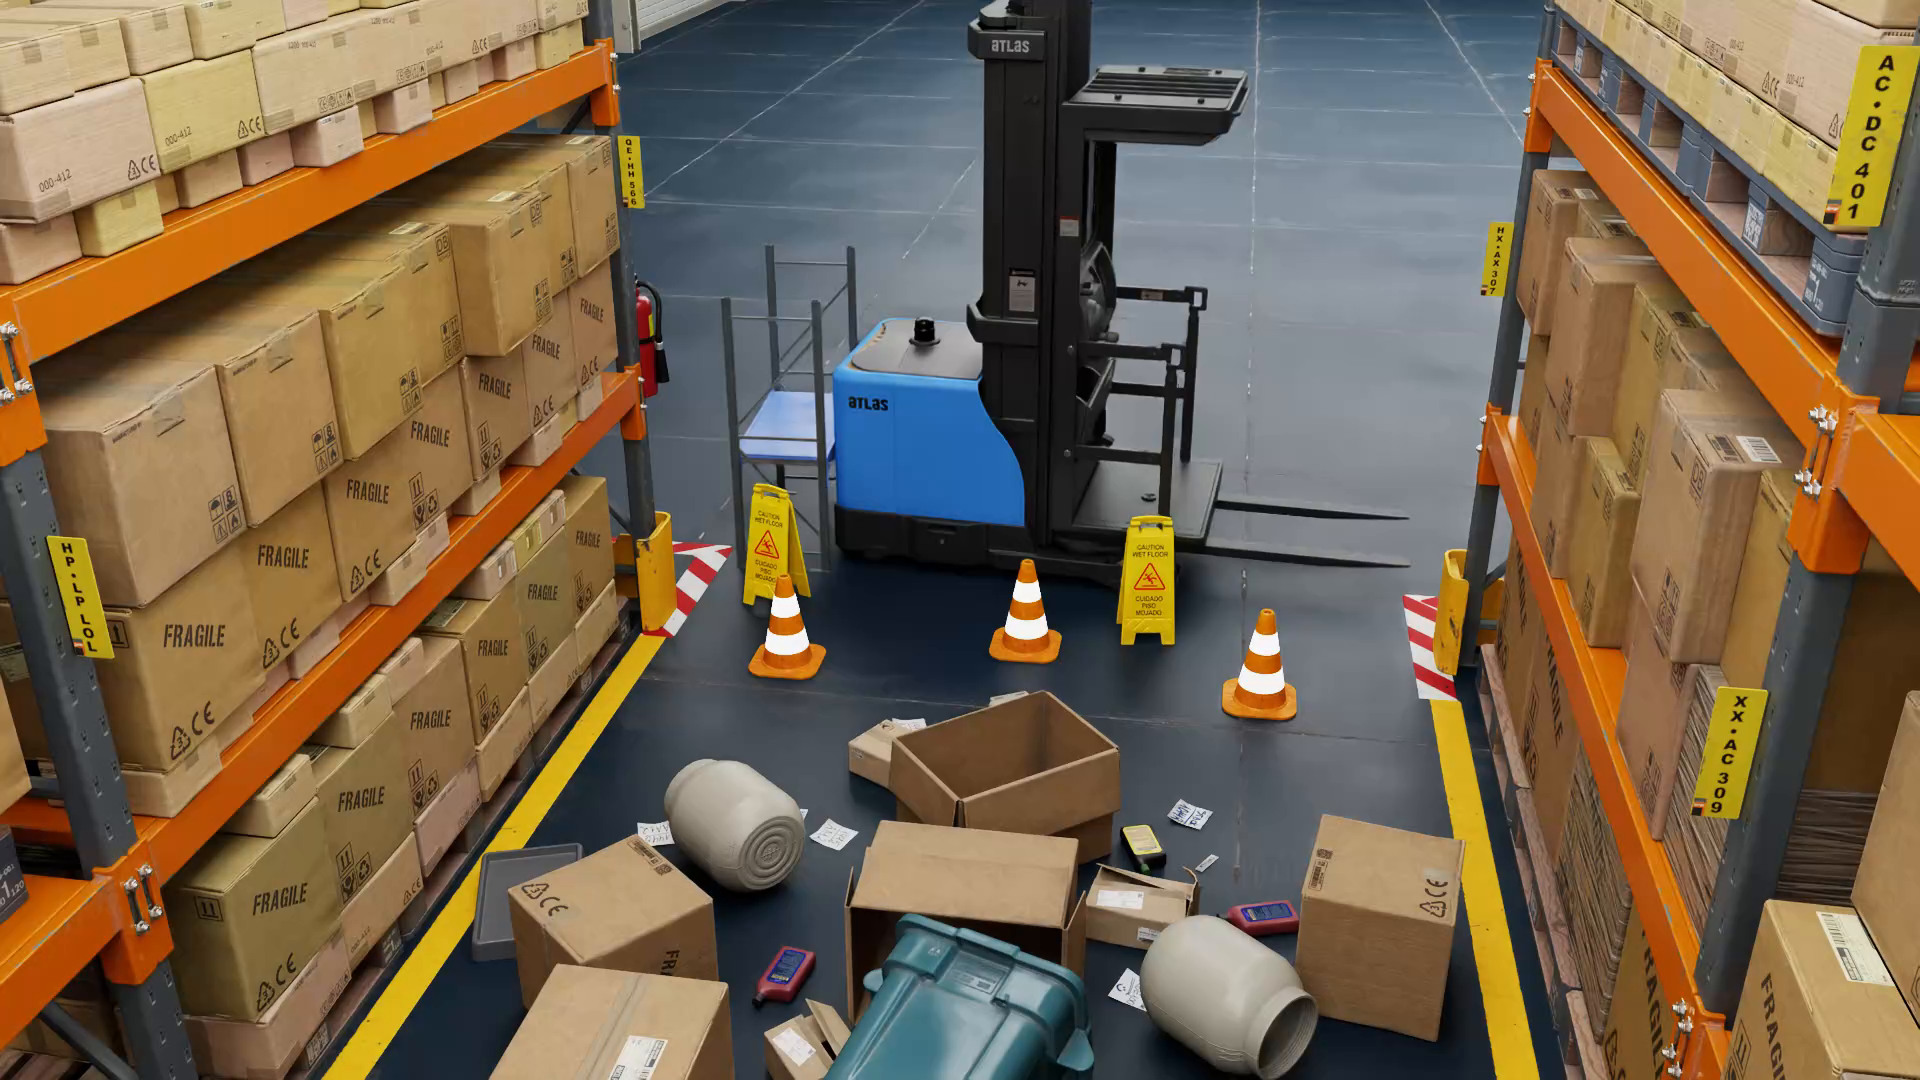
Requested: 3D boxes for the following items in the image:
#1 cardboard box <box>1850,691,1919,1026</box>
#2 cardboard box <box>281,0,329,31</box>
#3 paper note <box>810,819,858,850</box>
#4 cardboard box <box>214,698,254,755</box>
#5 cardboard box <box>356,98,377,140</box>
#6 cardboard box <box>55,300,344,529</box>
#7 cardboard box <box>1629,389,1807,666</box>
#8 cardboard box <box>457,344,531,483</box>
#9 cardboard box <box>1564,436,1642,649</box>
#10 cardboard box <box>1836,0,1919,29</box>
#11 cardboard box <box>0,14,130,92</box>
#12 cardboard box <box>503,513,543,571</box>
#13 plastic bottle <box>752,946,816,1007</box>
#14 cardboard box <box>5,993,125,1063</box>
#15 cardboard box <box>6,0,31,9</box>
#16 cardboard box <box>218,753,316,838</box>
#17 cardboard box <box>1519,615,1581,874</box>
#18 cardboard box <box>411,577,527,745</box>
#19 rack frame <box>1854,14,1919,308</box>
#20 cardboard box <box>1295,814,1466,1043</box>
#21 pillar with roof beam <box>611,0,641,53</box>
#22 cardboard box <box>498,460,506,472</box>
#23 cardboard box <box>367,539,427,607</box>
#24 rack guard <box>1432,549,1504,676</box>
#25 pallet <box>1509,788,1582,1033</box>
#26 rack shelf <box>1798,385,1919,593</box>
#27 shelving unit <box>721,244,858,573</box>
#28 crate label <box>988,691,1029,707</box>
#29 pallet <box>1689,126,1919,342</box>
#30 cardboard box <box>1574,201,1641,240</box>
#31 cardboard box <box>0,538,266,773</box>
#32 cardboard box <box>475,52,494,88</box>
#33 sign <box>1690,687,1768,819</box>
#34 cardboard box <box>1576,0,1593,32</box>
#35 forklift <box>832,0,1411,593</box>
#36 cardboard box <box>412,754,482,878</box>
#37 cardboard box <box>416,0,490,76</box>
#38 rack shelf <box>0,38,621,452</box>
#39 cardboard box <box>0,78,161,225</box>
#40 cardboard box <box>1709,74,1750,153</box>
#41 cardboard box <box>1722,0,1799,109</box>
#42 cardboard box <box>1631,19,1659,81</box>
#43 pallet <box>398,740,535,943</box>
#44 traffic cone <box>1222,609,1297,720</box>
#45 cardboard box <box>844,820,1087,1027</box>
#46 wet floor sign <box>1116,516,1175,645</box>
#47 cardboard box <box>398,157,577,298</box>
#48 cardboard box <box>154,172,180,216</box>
[{"bbox_3d":[2.139,0.640,3.048,0.700,0.500,0.500,4,25,8],"label":"cardboard box"},{"bbox_3d":[-2.153,-1.634,5.021,0.380,0.149,0.250,4,25,8],"label":"cardboard box"},{"bbox_3d":[-0.509,1.184,6.698,0.148,0.019,0.142,13,28,26],"label":"paper note"},{"bbox_3d":[-2.328,0.524,4.888,0.380,0.149,0.250,5,26,10],"label":"cardboard box"},{"bbox_3d":[-2.139,-1.375,5.407,0.380,0.149,0.250,4,25,9],"label":"cardboard box"},{"bbox_3d":[-2.295,-0.385,4.886,0.700,0.500,0.500,4,25,9],"label":"cardboard box"},{"bbox_3d":[2.284,-0.017,4.298,0.875,0.550,0.550,4,25,9],"label":"cardboard box"},{"bbox_3d":[-2.020,-0.560,6.439,0.500,0.500,0.500,4,25,8],"label":"cardboard box"},{"bbox_3d":[2.523,0.029,5.473,0.875,0.550,0.500,4,25,9],"label":"cardboard box"},{"bbox_3d":[1.960,-1.087,3.238,0.380,0.149,0.250,4,25,8],"label":"cardboard box"},{"bbox_3d":[-2.298,-1.197,4.086,0.380,0.149,0.250,5,26,10],"label":"cardboard box"},{"bbox_3d":[-1.944,-0.006,6.823,0.380,0.149,0.250,4,25,9],"label":"cardboard box"},{"bbox_3d":[-0.625,1.550,5.866,0.133,0.061,0.283,8,26,18],"label":"plastic bottle"},{"bbox_3d":[-2.854,1.418,5.430,0.500,0.250,0.500,5,26,11],"label":"cardboard box"},{"bbox_3d":[-2.839,-1.459,4.646,0.380,0.149,0.250,5,26,10],"label":"cardboard box"},{"bbox_3d":[-2.243,0.775,5.155,0.380,0.149,0.250,4,25,9],"label":"cardboard box"},{"bbox_3d":[2.681,0.685,6.259,0.875,0.875,0.875,4,25,8],"label":"cardboard box"},{"bbox_3d":[-2.077,0.454,6.606,0.500,0.500,0.500,3,25,7],"label":"cardboard box"},{"bbox_3d":[2.214,-1.787,2.454,1.000,3.000,0.127,4,25,9],"label":"rack frame"},{"bbox_3d":[1.456,1.340,5.794,0.500,0.500,0.500,8,26,18],"label":"cardboard box"},{"bbox_3d":[-0.744,-11.105,22.359,9.100,9.000,0.400,4,25,9],"label":"pillar with roof beam"},{"bbox_3d":[-2.070,-0.332,6.718,0.380,0.149,0.250,4,25,9],"label":"cardboard box"},{"bbox_3d":[-2.099,0.099,5.797,0.380,0.149,0.250,4,25,9],"label":"cardboard box"},{"bbox_3d":[2.872,0.379,7.851,1.175,0.500,0.348,4,25,9],"label":"rack guard"},{"bbox_3d":[2.613,1.368,6.078,1.003,0.211,1.213,4,25,9],"label":"pallet"},{"bbox_3d":[1.887,0.734,1.455,1.077,0.370,4.000,4,25,9],"label":"rack shelf"},{"bbox_3d":[-0.886,-0.734,9.048,0.538,1.500,1.048,3,25,6],"label":"shelving unit"},{"bbox_3d":[0.254,0.790,7.401,0.250,0.136,0.298,-9,27,-19],"label":"crate label"},{"bbox_3d":[2.358,-0.730,3.838,1.003,0.211,1.213,4,25,9],"label":"pallet"},{"bbox_3d":[2.770,-0.911,6.208,0.875,0.550,0.550,4,25,9],"label":"cardboard box"},{"bbox_3d":[-2.339,0.284,4.635,0.500,0.500,0.500,4,25,8],"label":"cardboard box"},{"bbox_3d":[-2.007,-1.804,6.323,0.380,0.149,0.250,4,25,9],"label":"cardboard box"},{"bbox_3d":[1.667,0.464,3.606,0.100,0.325,0.005,4,25,9],"label":"sign"},{"bbox_3d":[2.413,-1.891,5.896,0.380,0.149,0.250,4,25,9],"label":"cardboard box"},{"bbox_3d":[0.896,-1.282,8.531,3.031,2.935,1.130,6,26,12],"label":"forklift"},{"bbox_3d":[-2.163,1.010,6.302,0.500,0.250,0.500,4,25,8],"label":"cardboard box"},{"bbox_3d":[-2.013,-1.809,5.864,0.500,0.250,0.500,5,25,10],"label":"cardboard box"},{"bbox_3d":[-2.359,-1.240,5.671,1.077,0.370,4.000,4,25,9],"label":"rack shelf"},{"bbox_3d":[-2.344,-0.961,4.053,0.500,0.250,0.500,3,25,7],"label":"cardboard box"},{"bbox_3d":[2.082,-1.045,4.090,0.380,0.149,0.250,4,25,9],"label":"cardboard box"},{"bbox_3d":[2.124,-1.166,3.878,0.500,0.250,0.500,4,25,8],"label":"cardboard box"},{"bbox_3d":[2.249,-1.468,4.992,0.380,0.149,0.250,4,25,9],"label":"cardboard box"},{"bbox_3d":[-2.414,1.097,6.658,1.003,0.211,1.213,4,25,9],"label":"pallet"},{"bbox_3d":[1.380,0.529,7.573,0.336,0.463,0.334,4,25,9],"label":"traffic cone"},{"bbox_3d":[0.034,1.327,5.661,0.797,0.637,0.503,4,25,9],"label":"cardboard box"},{"bbox_3d":[0.919,0.174,8.117,0.267,0.644,0.232,0,25,-1],"label":"wet floor sign"},{"bbox_3d":[-1.990,-1.237,6.706,0.700,0.500,0.500,4,25,9],"label":"cardboard box"},{"bbox_3d":[-2.363,-0.946,4.491,0.380,0.149,0.250,4,25,9],"label":"cardboard box"}]
